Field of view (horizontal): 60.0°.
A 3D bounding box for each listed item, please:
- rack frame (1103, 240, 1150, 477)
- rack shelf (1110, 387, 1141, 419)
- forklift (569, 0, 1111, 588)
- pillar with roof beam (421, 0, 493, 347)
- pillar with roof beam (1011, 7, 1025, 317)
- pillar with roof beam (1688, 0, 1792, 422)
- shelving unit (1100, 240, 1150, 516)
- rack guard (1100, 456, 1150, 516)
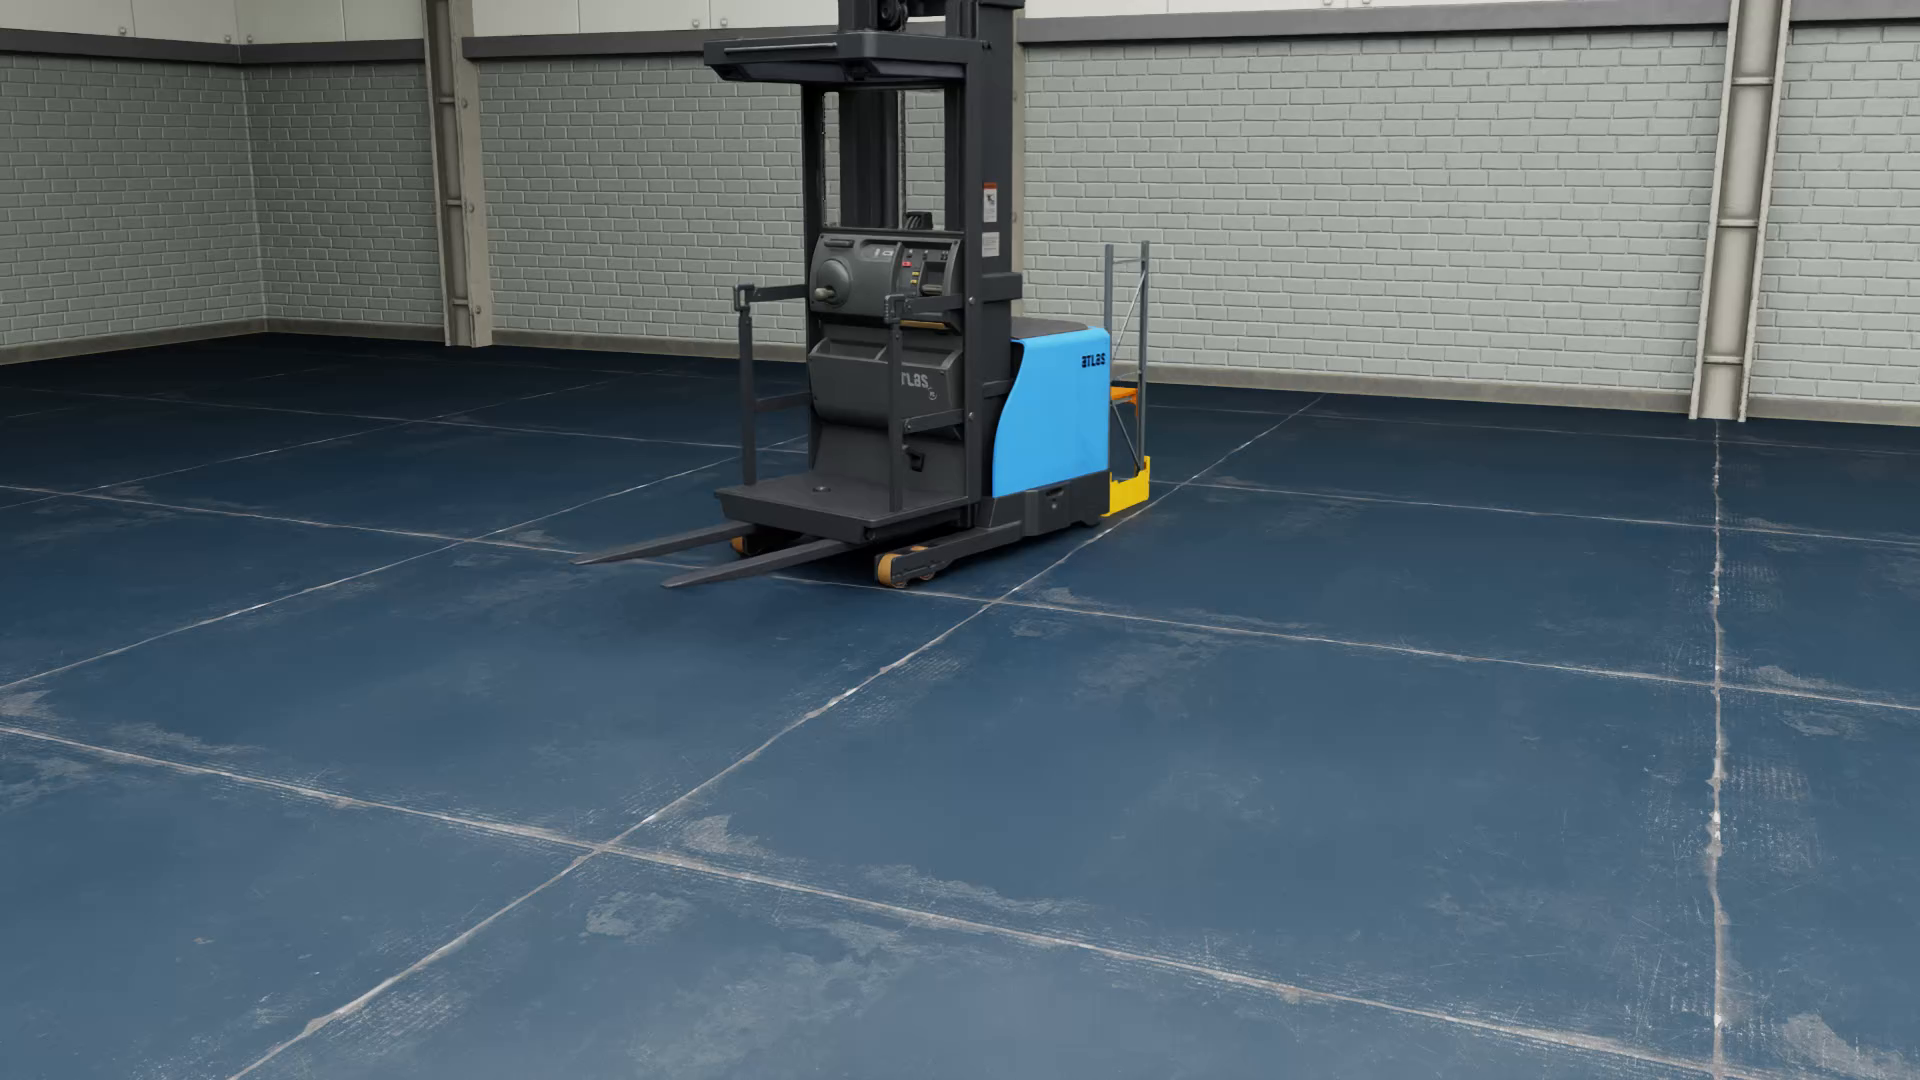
[{"bbox_3d":[0.932,-0.922,9.403,0.032,1.500,0.500,8,15,31],"label":"rack frame"},{"bbox_3d":[0.499,-0.808,9.704,1.000,0.185,0.538,8,15,31],"label":"rack shelf"},{"bbox_3d":[-0.509,-1.329,8.003,1.130,2.935,3.031,11,17,39],"label":"forklift"},{"bbox_3d":[-6.903,-5.534,12.640,0.400,9.000,9.100,6,14,23],"label":"pillar with roof beam"},{"bbox_3d":[-1.417,-4.979,10.274,0.400,9.000,9.100,6,14,23],"label":"pillar with roof beam"},{"bbox_3d":[4.069,-4.423,7.908,0.400,9.000,9.100,6,14,23],"label":"pillar with roof beam"},{"bbox_3d":[0.507,-0.982,9.658,1.083,1.500,0.587,8,15,31],"label":"shelving unit"},{"bbox_3d":[0.931,-0.314,9.546,0.087,0.250,0.587,8,15,31],"label":"rack guard"}]
